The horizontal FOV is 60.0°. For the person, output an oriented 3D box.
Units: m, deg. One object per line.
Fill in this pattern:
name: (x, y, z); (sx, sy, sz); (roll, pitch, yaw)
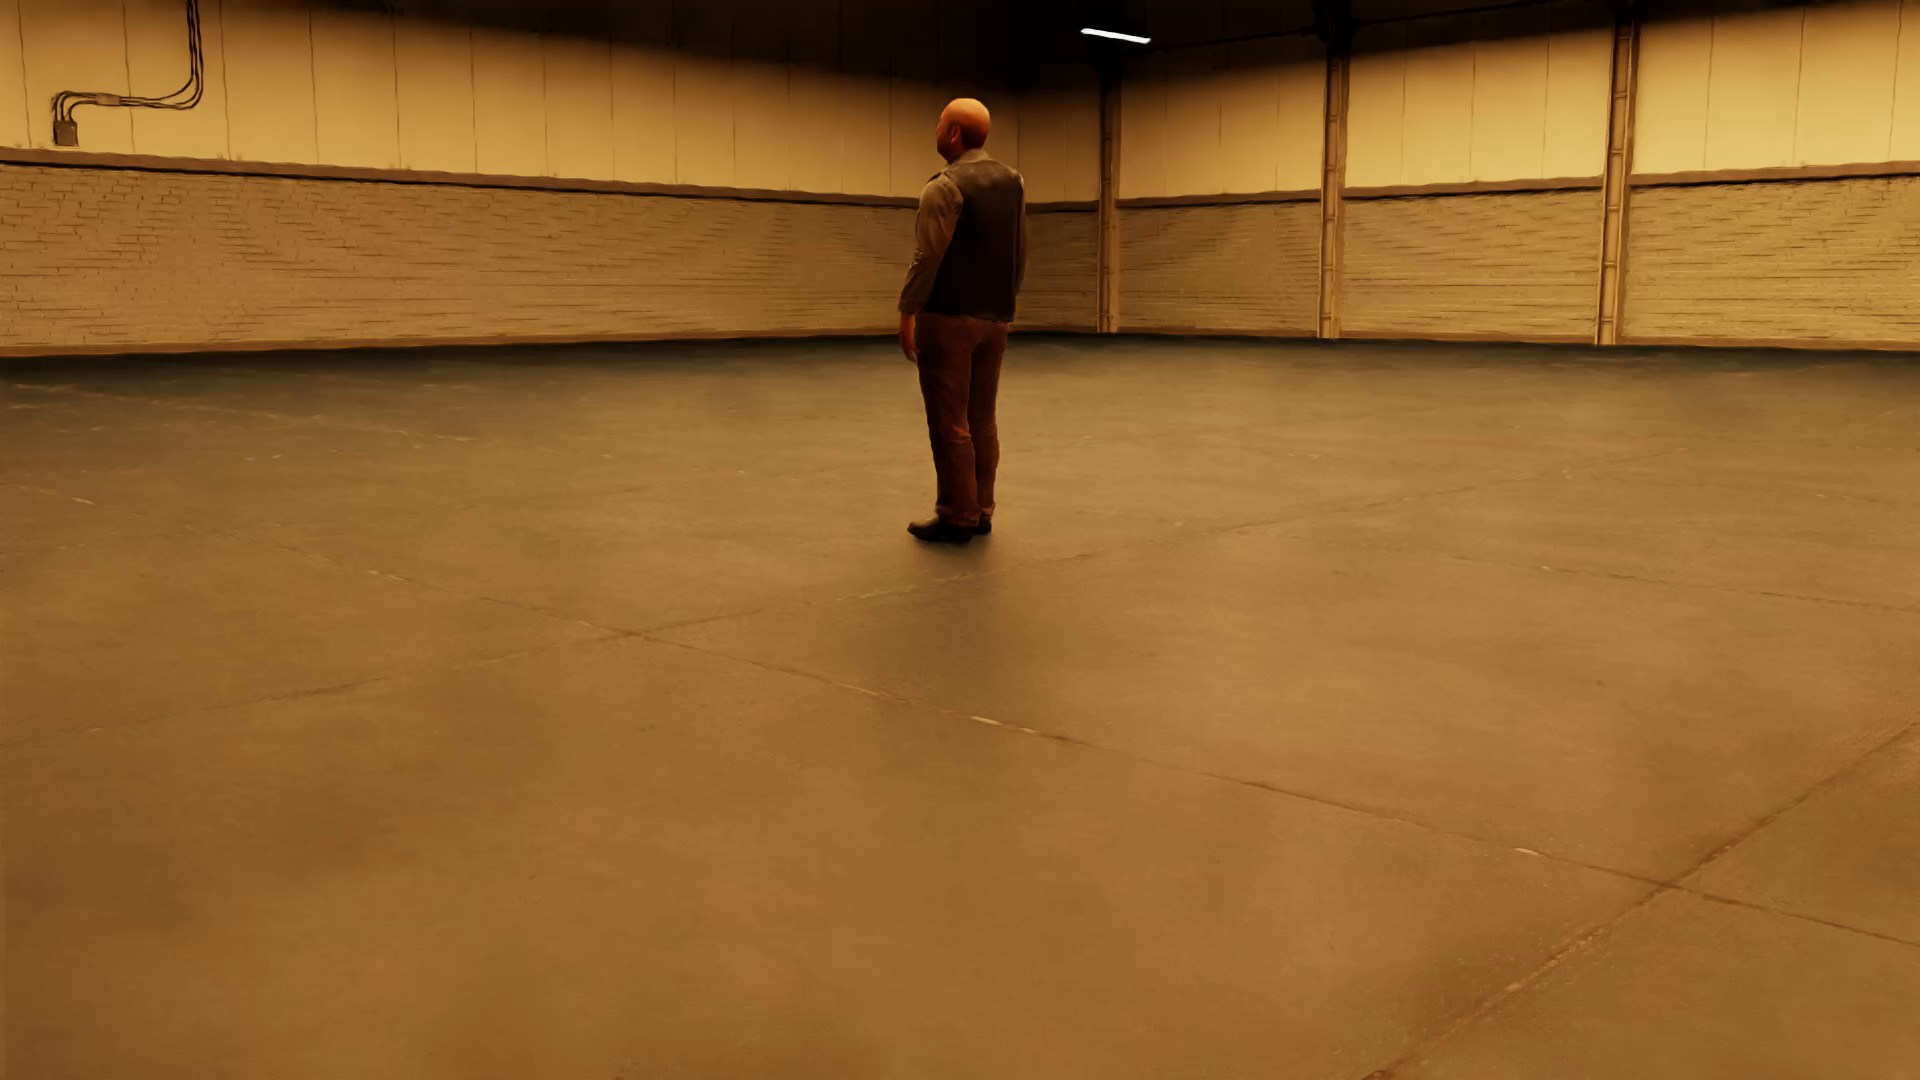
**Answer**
person: (-0.039, -0.865, 6.637); (0.567, 1.720, 0.632); (8, 12, 43)
